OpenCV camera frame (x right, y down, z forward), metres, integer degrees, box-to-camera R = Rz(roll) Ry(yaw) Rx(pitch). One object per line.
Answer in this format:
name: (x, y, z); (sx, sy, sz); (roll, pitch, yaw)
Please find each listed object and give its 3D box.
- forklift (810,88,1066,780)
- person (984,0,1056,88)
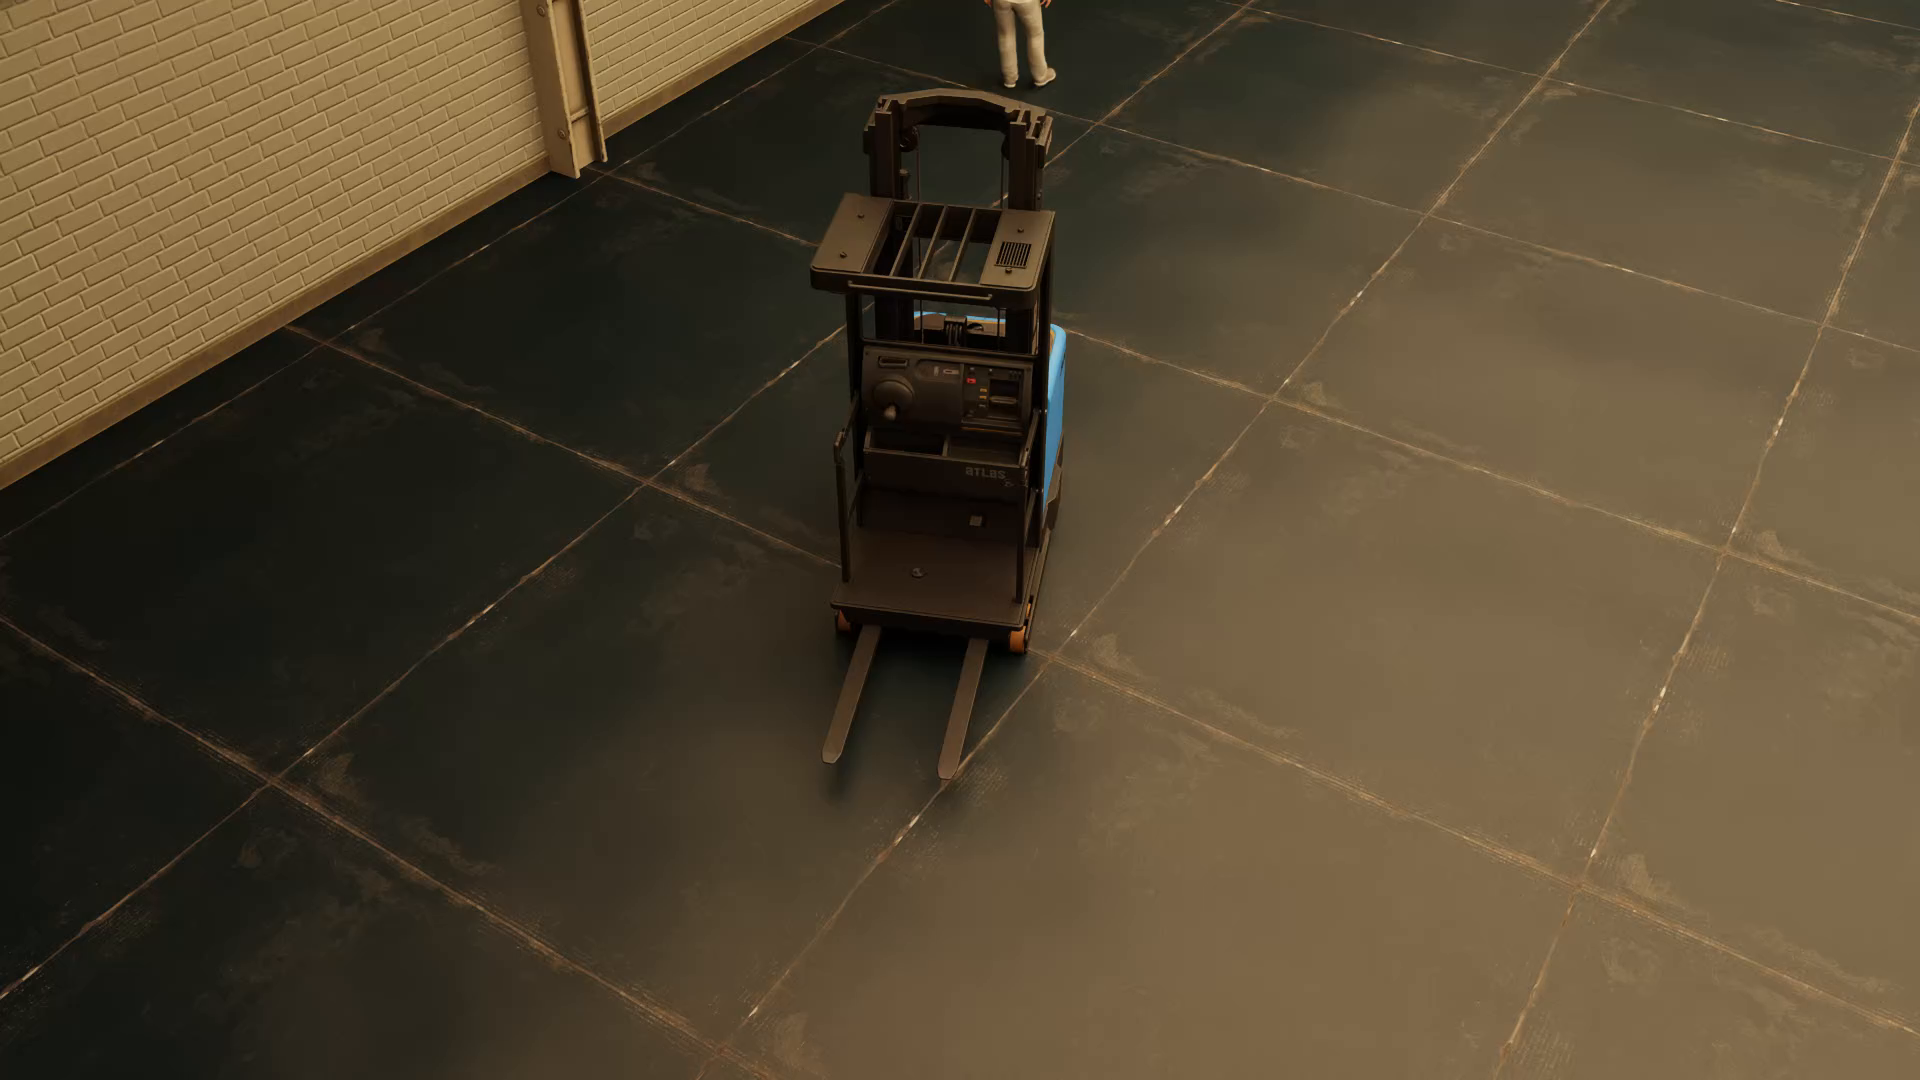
forklift: (-0.108, -0.731, 8.830); (1.130, 2.935, 3.031); (7, 41, 8)
person: (0.513, -4.836, 14.552); (0.639, 1.781, 0.575); (10, 41, 12)
